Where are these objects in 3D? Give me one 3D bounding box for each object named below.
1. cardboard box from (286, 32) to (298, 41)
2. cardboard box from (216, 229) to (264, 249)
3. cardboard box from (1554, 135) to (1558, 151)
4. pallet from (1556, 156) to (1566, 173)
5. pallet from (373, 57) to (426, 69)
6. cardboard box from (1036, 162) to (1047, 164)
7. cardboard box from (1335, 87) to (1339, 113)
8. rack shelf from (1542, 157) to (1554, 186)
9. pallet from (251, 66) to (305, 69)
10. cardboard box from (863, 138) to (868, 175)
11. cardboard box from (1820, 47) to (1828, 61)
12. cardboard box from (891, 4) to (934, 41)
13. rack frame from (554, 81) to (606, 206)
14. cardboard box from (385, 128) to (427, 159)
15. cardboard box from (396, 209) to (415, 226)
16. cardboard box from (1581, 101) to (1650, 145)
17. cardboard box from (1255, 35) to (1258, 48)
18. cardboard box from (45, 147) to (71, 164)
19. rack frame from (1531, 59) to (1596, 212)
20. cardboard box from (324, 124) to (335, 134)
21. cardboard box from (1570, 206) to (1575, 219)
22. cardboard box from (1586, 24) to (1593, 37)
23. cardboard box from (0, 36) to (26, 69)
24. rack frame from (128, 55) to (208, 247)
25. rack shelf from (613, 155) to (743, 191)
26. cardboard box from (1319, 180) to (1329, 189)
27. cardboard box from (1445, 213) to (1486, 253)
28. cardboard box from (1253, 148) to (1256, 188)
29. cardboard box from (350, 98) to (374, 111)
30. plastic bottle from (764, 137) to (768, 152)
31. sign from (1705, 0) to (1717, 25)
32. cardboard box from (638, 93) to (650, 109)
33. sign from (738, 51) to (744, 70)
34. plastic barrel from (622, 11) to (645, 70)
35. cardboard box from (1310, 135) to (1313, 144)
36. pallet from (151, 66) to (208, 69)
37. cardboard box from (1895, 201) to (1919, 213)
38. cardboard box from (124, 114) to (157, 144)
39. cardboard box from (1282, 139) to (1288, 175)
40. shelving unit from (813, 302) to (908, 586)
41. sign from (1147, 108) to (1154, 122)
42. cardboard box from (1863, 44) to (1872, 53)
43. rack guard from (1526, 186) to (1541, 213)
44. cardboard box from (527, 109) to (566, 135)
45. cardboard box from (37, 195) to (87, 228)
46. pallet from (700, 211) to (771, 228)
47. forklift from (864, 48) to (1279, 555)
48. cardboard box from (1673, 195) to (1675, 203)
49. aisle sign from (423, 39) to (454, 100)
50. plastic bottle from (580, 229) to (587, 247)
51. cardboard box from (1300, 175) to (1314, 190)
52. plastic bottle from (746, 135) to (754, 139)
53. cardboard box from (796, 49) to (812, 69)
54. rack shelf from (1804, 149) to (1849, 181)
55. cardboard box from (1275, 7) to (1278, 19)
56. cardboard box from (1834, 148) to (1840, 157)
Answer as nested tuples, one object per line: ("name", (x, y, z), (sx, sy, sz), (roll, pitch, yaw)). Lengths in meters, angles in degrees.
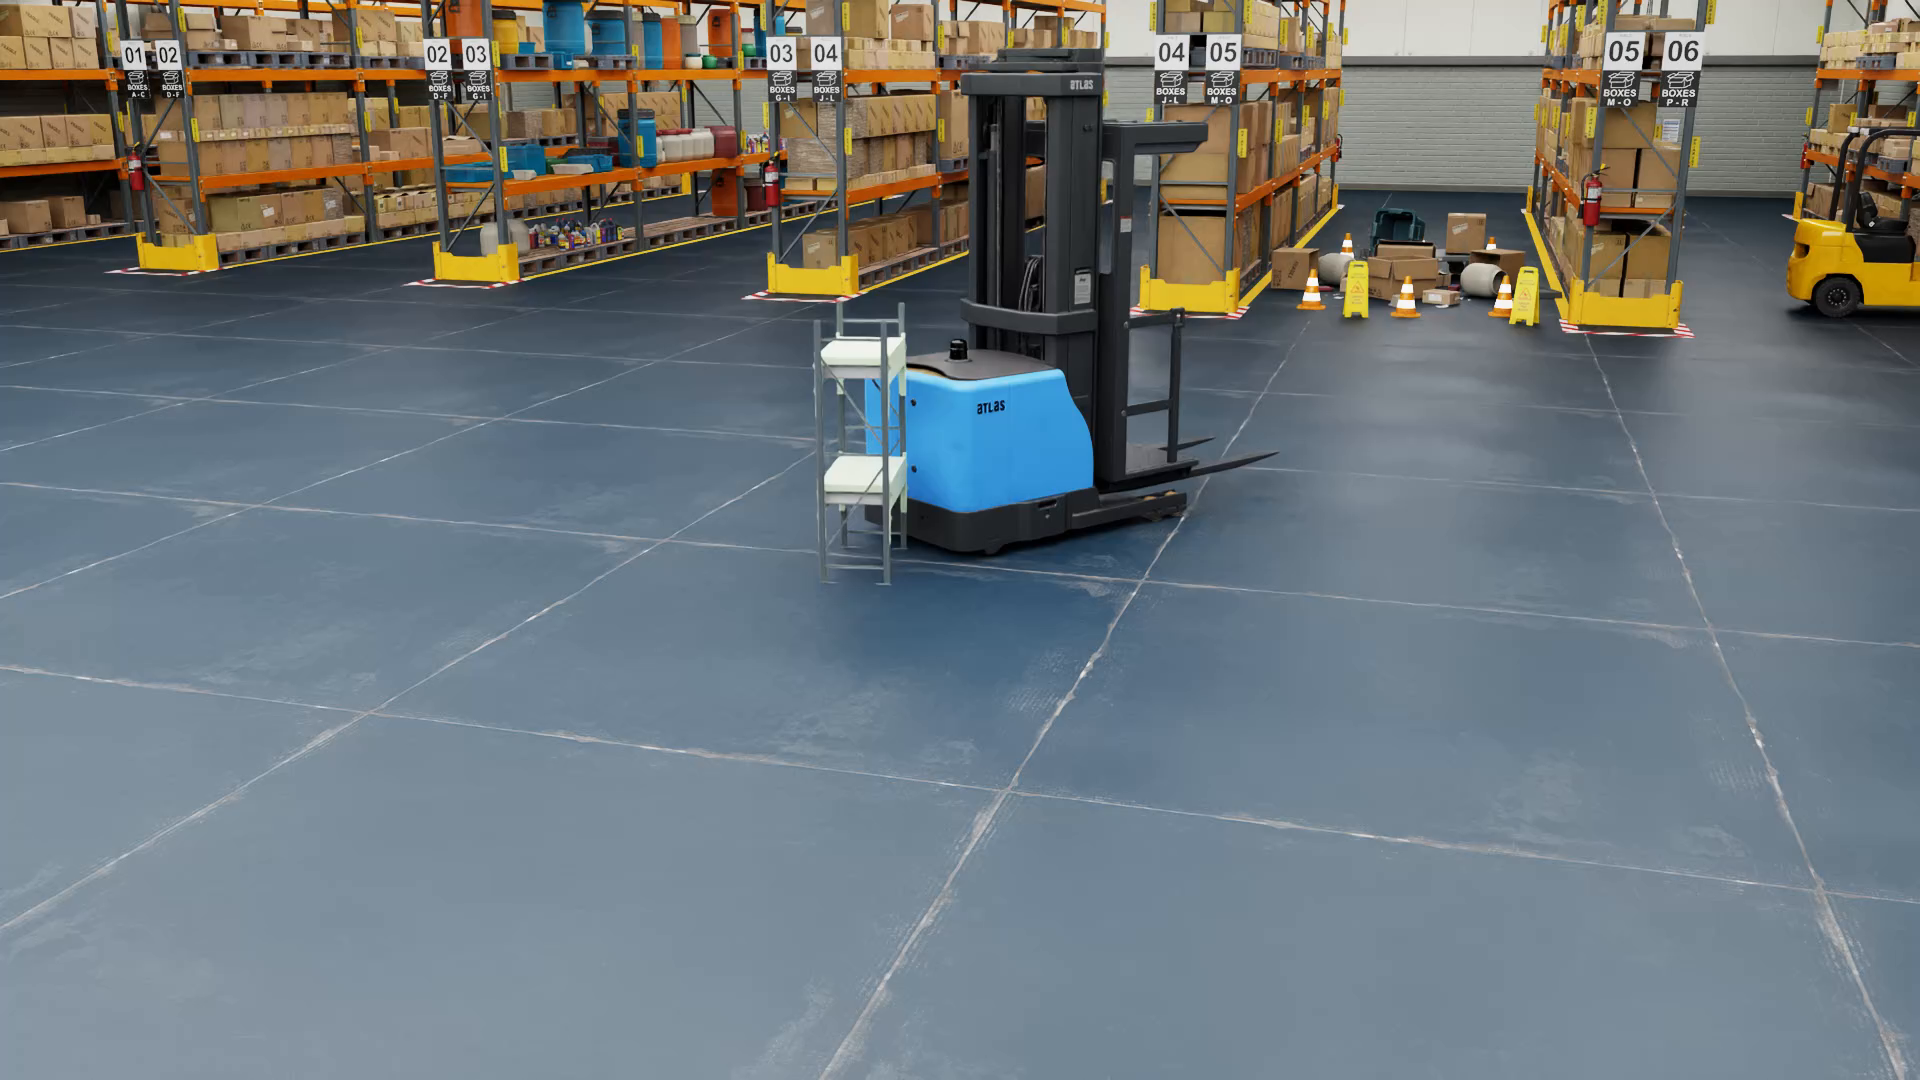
("cardboard box", (-10.849, -7.900, 26.323), (0.500, 0.311, 0.500), (4, 16, 13))
("cardboard box", (-10.932, -4.569, 25.212), (0.500, 0.250, 0.500), (5, 16, 16))
("cardboard box", (9.730, -6.306, 26.424), (0.500, 0.250, 0.500), (5, 16, 16))
("pallet", (9.735, -5.704, 25.295), (1.213, 0.211, 1.003), (5, 16, 16))
("pallet", (-9.585, -8.404, 29.311), (1.003, 0.211, 1.213), (5, 17, 18))
("cardboard box", (1.308, -6.817, 31.991), (1.225, 0.875, 0.875), (5, 16, 16))
("cardboard box", (7.443, -8.975, 33.914), (0.500, 0.500, 0.500), (4, 16, 15))
("rack shelf", (10.404, -6.169, 27.899), (1.077, 0.370, 4.000), (5, 16, 16))
("pallet", (-13.781, -9.437, 32.953), (1.213, 0.211, 1.003), (5, 17, 18))
("cardboard box", (-1.730, -5.140, 22.226), (0.875, 0.500, 0.500), (5, 16, 16))
("cardboard box", (16.481, -9.120, 31.217), (0.500, 0.250, 0.500), (4, 16, 15))
("cardboard box", (-0.686, -7.451, 23.959), (0.500, 0.500, 0.500), (4, 16, 14))
("rack frame", (-8.026, -8.576, 35.066), (1.000, 3.000, 0.127), (5, 16, 16))
("cardboard box", (-9.774, -6.999, 29.326), (0.500, 0.500, 0.500), (5, 16, 16))
("cardboard box", (-9.801, -5.582, 28.781), (0.500, 0.250, 0.500), (5, 17, 17))
("cardboard box", (7.649, -4.853, 19.382), (0.700, 0.500, 0.500), (5, 17, 16))
("cardboard box", (3.479, -6.157, 20.551), (0.380, 0.149, 0.250), (5, 16, 16))
("cardboard box", (-15.172, -6.393, 27.611), (0.500, 0.250, 0.500), (5, 16, 16))
("rack frame", (12.109, -8.084, 33.335), (1.000, 3.000, 0.127), (5, 16, 16))
("cardboard box", (-10.316, -6.622, 26.806), (0.380, 0.149, 0.250), (4, 16, 14))
("cardboard box", (8.035, -4.201, 21.349), (0.380, 0.149, 0.250), (5, 17, 18))
("cardboard box", (8.066, -6.388, 20.857), (0.380, 0.149, 0.250), (4, 16, 15))
("cardboard box", (-15.390, -7.804, 26.629), (0.500, 0.500, 0.500), (6, 17, 19))
("rack frame", (-11.436, -5.436, 23.998), (1.000, 3.000, 0.127), (5, 16, 16))
("rack shelf", (-4.983, -6.275, 28.273), (1.077, 0.370, 4.000), (5, 16, 16))
("cardboard box", (7.191, -7.124, 33.314), (0.380, 0.149, 0.250), (5, 17, 18))
("cardboard box", (6.984, -4.237, 22.963), (0.500, 0.500, 0.500), (5, 16, 16))
("cardboard box", (3.375, -4.853, 21.667), (0.875, 0.550, 0.500), (5, 16, 16))
("cardboard box", (-12.819, -9.245, 35.288), (0.500, 0.250, 0.500), (5, 17, 17))
("plastic bottle", (-3.660, -7.440, 31.299), (0.097, 0.271, 0.097), (0, 16, 0))
("sign", (8.082, -5.720, 17.900), (0.100, 0.325, 0.005), (5, 16, 16))
("cardboard box", (-7.184, -9.611, 36.701), (0.500, 0.500, 0.500), (5, 17, 18))
("sign", (-3.885, -8.496, 29.480), (0.100, 0.325, 0.005), (5, 16, 16))
("plastic barrel", (-5.429, -8.103, 26.984), (0.600, 0.901, 0.600), (0, 16, 0))
("cardboard box", (6.201, -7.289, 30.222), (0.380, 0.149, 0.250), (5, 17, 16))
("pallet", (-14.481, -8.643, 30.152), (1.213, 0.211, 1.003), (5, 16, 16))
("cardboard box", (14.493, -5.068, 25.322), (0.380, 0.149, 0.250), (4, 16, 13))
("cardboard box", (-14.707, -7.402, 29.938), (0.700, 0.500, 0.500), (6, 17, 22))
("cardboard box", (4.619, -5.730, 24.851), (0.500, 0.500, 0.500), (5, 16, 16))
("shelving unit", (-0.559, -0.567, 9.580), (0.431, 1.500, 0.755), (2, 16, 5))
("sign", (2.271, -4.973, 19.808), (0.100, 0.325, 0.005), (5, 16, 16))
("cardboard box", (15.159, -8.114, 27.450), (0.380, 0.149, 0.250), (5, 17, 16))
("rack guard", (12.116, -6.888, 33.698), (1.175, 0.500, 0.348), (5, 16, 16))
("cardboard box", (-8.510, -8.534, 33.968), (0.700, 0.500, 0.500), (7, 17, 25))
("cardboard box", (-15.307, -5.600, 28.351), (0.500, 0.500, 0.500), (3, 16, 12))
("pallet", (-4.231, -6.012, 31.138), (1.003, 0.211, 1.213), (5, 16, 16))
("forklift", (0.860, -1.628, 10.698), (3.031, 2.935, 1.130), (-12, 20, -37))
("cardboard box", (8.184, -4.043, 19.548), (0.380, 0.149, 0.250), (5, 17, 17))
("aisle sign", (-6.993, -6.306, 22.300), (0.394, 0.787, 0.004), (5, 16, 16))
("plastic bottle", (-5.691, -4.569, 25.135), (0.097, 0.271, 0.097), (0, 16, 0))
("cardboard box", (6.069, -6.408, 29.860), (0.500, 0.250, 0.500), (5, 17, 19))
("plastic bottle", (-4.104, -7.736, 32.335), (0.152, 0.276, 0.135), (5, 16, 16))
("cardboard box", (-2.046, -6.184, 21.411), (0.500, 0.250, 0.500), (5, 17, 17))
("rack shelf", (16.301, -6.831, 30.235), (1.077, 0.370, 4.000), (5, 16, 16))
("cardboard box", (4.054, -7.072, 22.314), (0.380, 0.149, 0.250), (5, 16, 16))
("cardboard box", (15.831, -6.911, 29.659), (0.380, 0.149, 0.250), (4, 16, 15))
